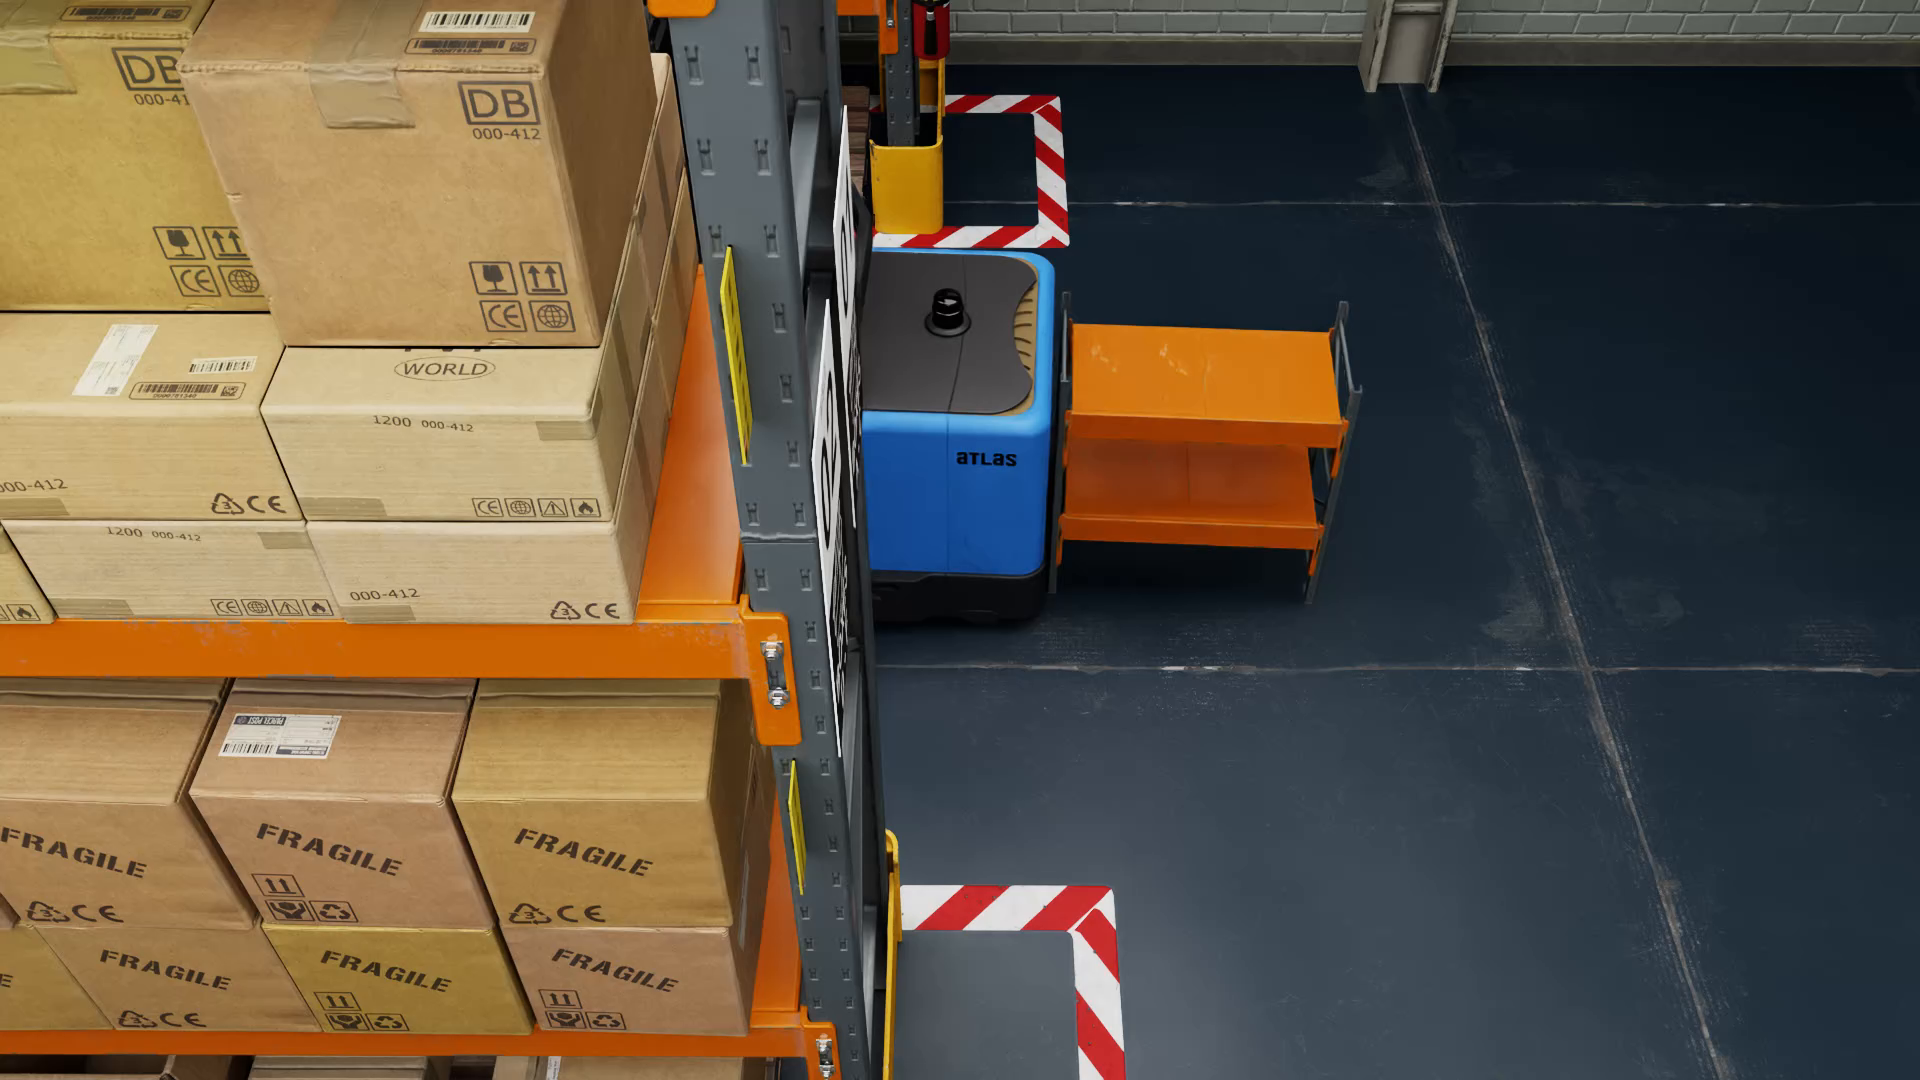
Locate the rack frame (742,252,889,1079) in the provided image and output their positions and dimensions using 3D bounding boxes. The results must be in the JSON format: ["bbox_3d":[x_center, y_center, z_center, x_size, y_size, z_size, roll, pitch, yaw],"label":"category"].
[{"bbox_3d":[-0.295,0.661,4.166,0.127,3.000,1.000,0,47,0],"label":"rack frame"}]

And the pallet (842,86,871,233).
[{"bbox_3d":[-1.080,-1.960,8.511,1.213,0.211,1.003,0,47,0],"label":"pallet"}]

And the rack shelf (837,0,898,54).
[{"bbox_3d":[-2.280,-2.725,7.810,4.000,0.370,1.077,0,47,0],"label":"rack shelf"}]

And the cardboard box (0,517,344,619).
[{"bbox_3d":[-1.309,-0.128,2.954,0.500,0.250,0.500,0,47,0],"label":"cardboard box"}]

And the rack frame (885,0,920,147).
[{"bbox_3d":[-0.280,-2.965,7.541,0.127,3.000,1.000,0,47,0],"label":"rack frame"}]

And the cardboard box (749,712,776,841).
[{"bbox_3d":[-0.737,0.433,4.310,0.500,0.500,0.500,1,47,1],"label":"cardboard box"}]

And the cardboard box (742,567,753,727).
[{"bbox_3d":[-0.737,0.092,3.944,0.500,0.500,0.500,1,47,1],"label":"cardboard box"}]

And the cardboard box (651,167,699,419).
[{"bbox_3d":[-0.807,-0.497,3.298,0.500,0.250,0.500,0,47,0],"label":"cardboard box"}]

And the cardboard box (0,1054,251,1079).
[{"bbox_3d":[-2.416,1.352,4.928,0.637,0.503,0.797,0,47,0],"label":"cardboard box"}]

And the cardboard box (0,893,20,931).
[{"bbox_3d":[-2.278,0.486,3.578,0.500,0.500,0.500,1,47,1],"label":"cardboard box"}]

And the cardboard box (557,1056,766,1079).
[{"bbox_3d":[-0.839,1.542,4.754,0.500,0.500,0.500,0,47,0],"label":"cardboard box"}]

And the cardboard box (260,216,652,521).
[{"bbox_3d":[-0.809,-0.295,2.768,0.500,0.250,0.500,0,47,0],"label":"cardboard box"}]

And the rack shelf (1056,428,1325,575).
[{"bbox_3d":[0.888,-0.164,6.549,1.000,0.278,0.538,2,47,2],"label":"rack shelf"}]

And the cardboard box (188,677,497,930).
[{"bbox_3d":[-1.246,0.486,3.578,0.500,0.500,0.500,1,47,1],"label":"cardboard box"}]

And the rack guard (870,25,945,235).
[{"bbox_3d":[-0.256,-2.113,8.456,0.348,0.500,1.175,0,47,0],"label":"rack guard"}]

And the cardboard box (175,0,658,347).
[{"bbox_3d":[-0.808,-0.725,2.656,0.500,0.500,0.700,0,47,0],"label":"cardboard box"}]

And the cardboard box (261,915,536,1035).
[{"bbox_3d":[-1.262,0.826,3.944,0.500,0.500,0.500,1,47,0],"label":"cardboard box"}]

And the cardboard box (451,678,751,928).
[{"bbox_3d":[-0.741,0.486,3.577,0.500,0.500,0.500,0,47,0],"label":"cardboard box"}]

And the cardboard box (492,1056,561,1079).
[{"bbox_3d":[-1.244,1.588,4.938,0.250,0.166,0.380,0,47,0],"label":"cardboard box"}]

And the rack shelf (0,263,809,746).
[{"bbox_3d":[-2.295,-0.121,3.337,4.000,0.370,1.077,0,47,0],"label":"rack shelf"}]

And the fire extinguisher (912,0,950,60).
[{"bbox_3d":[-0.131,-2.473,7.391,0.183,0.674,0.296,0,47,0],"label":"fire extinguisher"}]

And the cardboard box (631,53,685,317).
[{"bbox_3d":[-0.807,-0.672,3.119,0.500,0.250,0.500,0,47,0],"label":"cardboard box"}]

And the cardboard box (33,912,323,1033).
[{"bbox_3d":[-1.761,0.821,3.949,0.500,0.500,0.500,0,47,0],"label":"cardboard box"}]

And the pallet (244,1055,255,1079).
[{"bbox_3d":[-2.385,1.604,5.194,1.213,0.211,1.003,0,47,0],"label":"pallet"}]

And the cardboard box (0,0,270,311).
[{"bbox_3d":[-1.308,-0.788,2.715,0.500,0.500,0.700,0,47,0],"label":"cardboard box"}]

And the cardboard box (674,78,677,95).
[{"bbox_3d":[-1.365,-2.273,7.875,0.250,0.149,0.380,1,47,1],"label":"cardboard box"}]

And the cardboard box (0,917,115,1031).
[{"bbox_3d":[-2.265,0.819,3.951,0.500,0.500,0.500,0,47,0],"label":"cardboard box"}]

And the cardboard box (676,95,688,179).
[{"bbox_3d":[-1.481,-2.186,8.237,0.500,0.500,0.700,0,47,0],"label":"cardboard box"}]

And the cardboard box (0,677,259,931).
[{"bbox_3d":[-1.764,0.488,3.576,0.500,0.500,0.500,1,47,1],"label":"cardboard box"}]

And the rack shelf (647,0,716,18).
[{"bbox_3d":[-2.295,-1.142,2.240,4.000,0.370,1.077,0,47,0],"label":"rack shelf"}]

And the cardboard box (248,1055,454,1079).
[{"bbox_3d":[-1.789,1.602,4.868,0.500,0.250,0.500,0,47,0],"label":"cardboard box"}]

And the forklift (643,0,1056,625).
[{"bbox_3d":[-1.158,-1.082,5.836,3.031,2.935,1.130,2,47,2],"label":"forklift"}]

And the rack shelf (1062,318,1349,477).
[{"bbox_3d":[0.888,-0.530,6.156,1.000,0.278,0.538,2,47,2],"label":"rack shelf"}]

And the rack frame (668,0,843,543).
[{"bbox_3d":[-0.295,-1.383,1.970,0.127,3.000,1.000,0,47,0],"label":"rack frame"}]

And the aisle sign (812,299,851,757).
[{"bbox_3d":[-0.228,0.000,3.006,0.004,0.787,0.394,0,47,0],"label":"aisle sign"}]

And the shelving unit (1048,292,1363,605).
[{"bbox_3d":[0.888,-0.331,6.370,1.048,1.125,0.538,2,47,2],"label":"shelving unit"}]

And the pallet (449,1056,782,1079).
[{"bbox_3d":[-1.168,1.610,5.189,1.213,0.211,1.003,0,47,0],"label":"pallet"}]

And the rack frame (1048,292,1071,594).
[{"bbox_3d":[0.380,-0.352,6.390,0.032,1.125,0.500,2,47,2],"label":"rack frame"}]

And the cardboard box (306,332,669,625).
[{"bbox_3d":[-0.809,-0.118,2.945,0.500,0.250,0.500,0,47,0],"label":"cardboard box"}]

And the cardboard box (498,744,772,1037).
[{"bbox_3d":[-0.744,0.825,3.945,0.500,0.500,0.500,1,47,1],"label":"cardboard box"}]

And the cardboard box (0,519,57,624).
[{"bbox_3d":[-1.809,-0.119,2.946,0.500,0.250,0.500,0,47,0],"label":"cardboard box"}]

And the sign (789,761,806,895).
[{"bbox_3d":[-0.317,0.565,3.249,0.005,0.325,0.100,0,47,0],"label":"sign"}]

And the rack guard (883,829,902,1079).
[{"bbox_3d":[-0.371,1.513,5.081,0.348,0.500,1.175,0,47,0],"label":"rack guard"}]

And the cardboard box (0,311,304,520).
[{"bbox_3d":[-1.309,-0.296,2.769,0.500,0.250,0.500,0,47,0],"label":"cardboard box"}]

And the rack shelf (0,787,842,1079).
[{"bbox_3d":[-2.295,0.901,4.435,4.000,0.370,1.077,0,47,0],"label":"rack shelf"}]

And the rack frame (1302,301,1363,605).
[{"bbox_3d":[1.396,-0.310,6.351,0.032,1.125,0.500,2,47,2],"label":"rack frame"}]

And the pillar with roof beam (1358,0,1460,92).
[{"bbox_3d":[2.407,-2.484,2.995,0.400,9.000,9.100,0,47,0],"label":"pillar with roof beam"}]

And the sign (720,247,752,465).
[{"bbox_3d":[-0.317,-0.256,2.366,0.005,0.325,0.100,0,47,0],"label":"sign"}]

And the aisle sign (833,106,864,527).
[{"bbox_3d":[-0.225,-0.439,3.415,0.004,0.787,0.394,0,47,0],"label":"aisle sign"}]
